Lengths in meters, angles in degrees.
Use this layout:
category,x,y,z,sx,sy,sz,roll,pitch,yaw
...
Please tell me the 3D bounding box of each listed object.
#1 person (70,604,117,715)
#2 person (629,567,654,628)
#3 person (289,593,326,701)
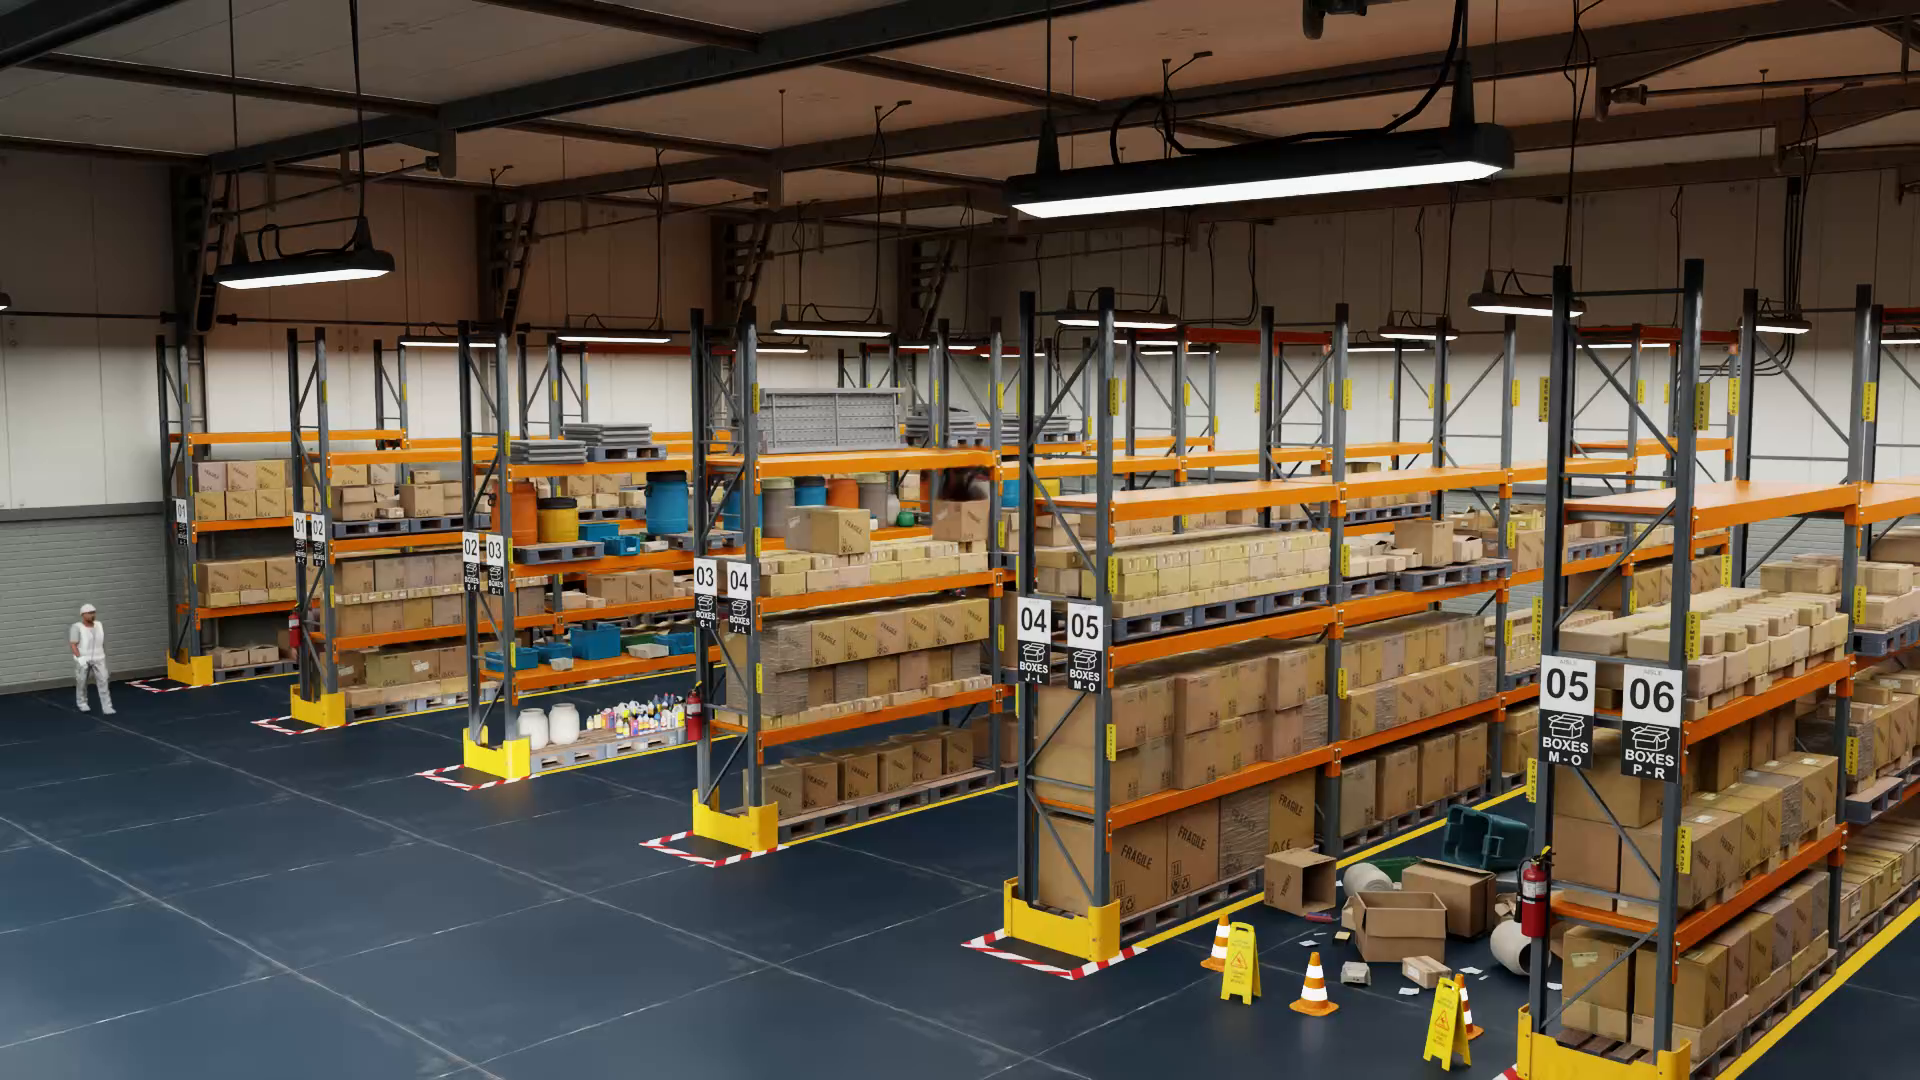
category,x,y,z,sx,sy,sz,roll,pitch,yaw
person,-13.488,1.852,25.754,0.519,1.718,1.079,-4,7,-38
person,-6.101,1.361,31.801,0.531,1.712,0.427,1,5,11
person,-10.552,1.767,26.922,0.582,1.800,0.660,-2,6,-21
